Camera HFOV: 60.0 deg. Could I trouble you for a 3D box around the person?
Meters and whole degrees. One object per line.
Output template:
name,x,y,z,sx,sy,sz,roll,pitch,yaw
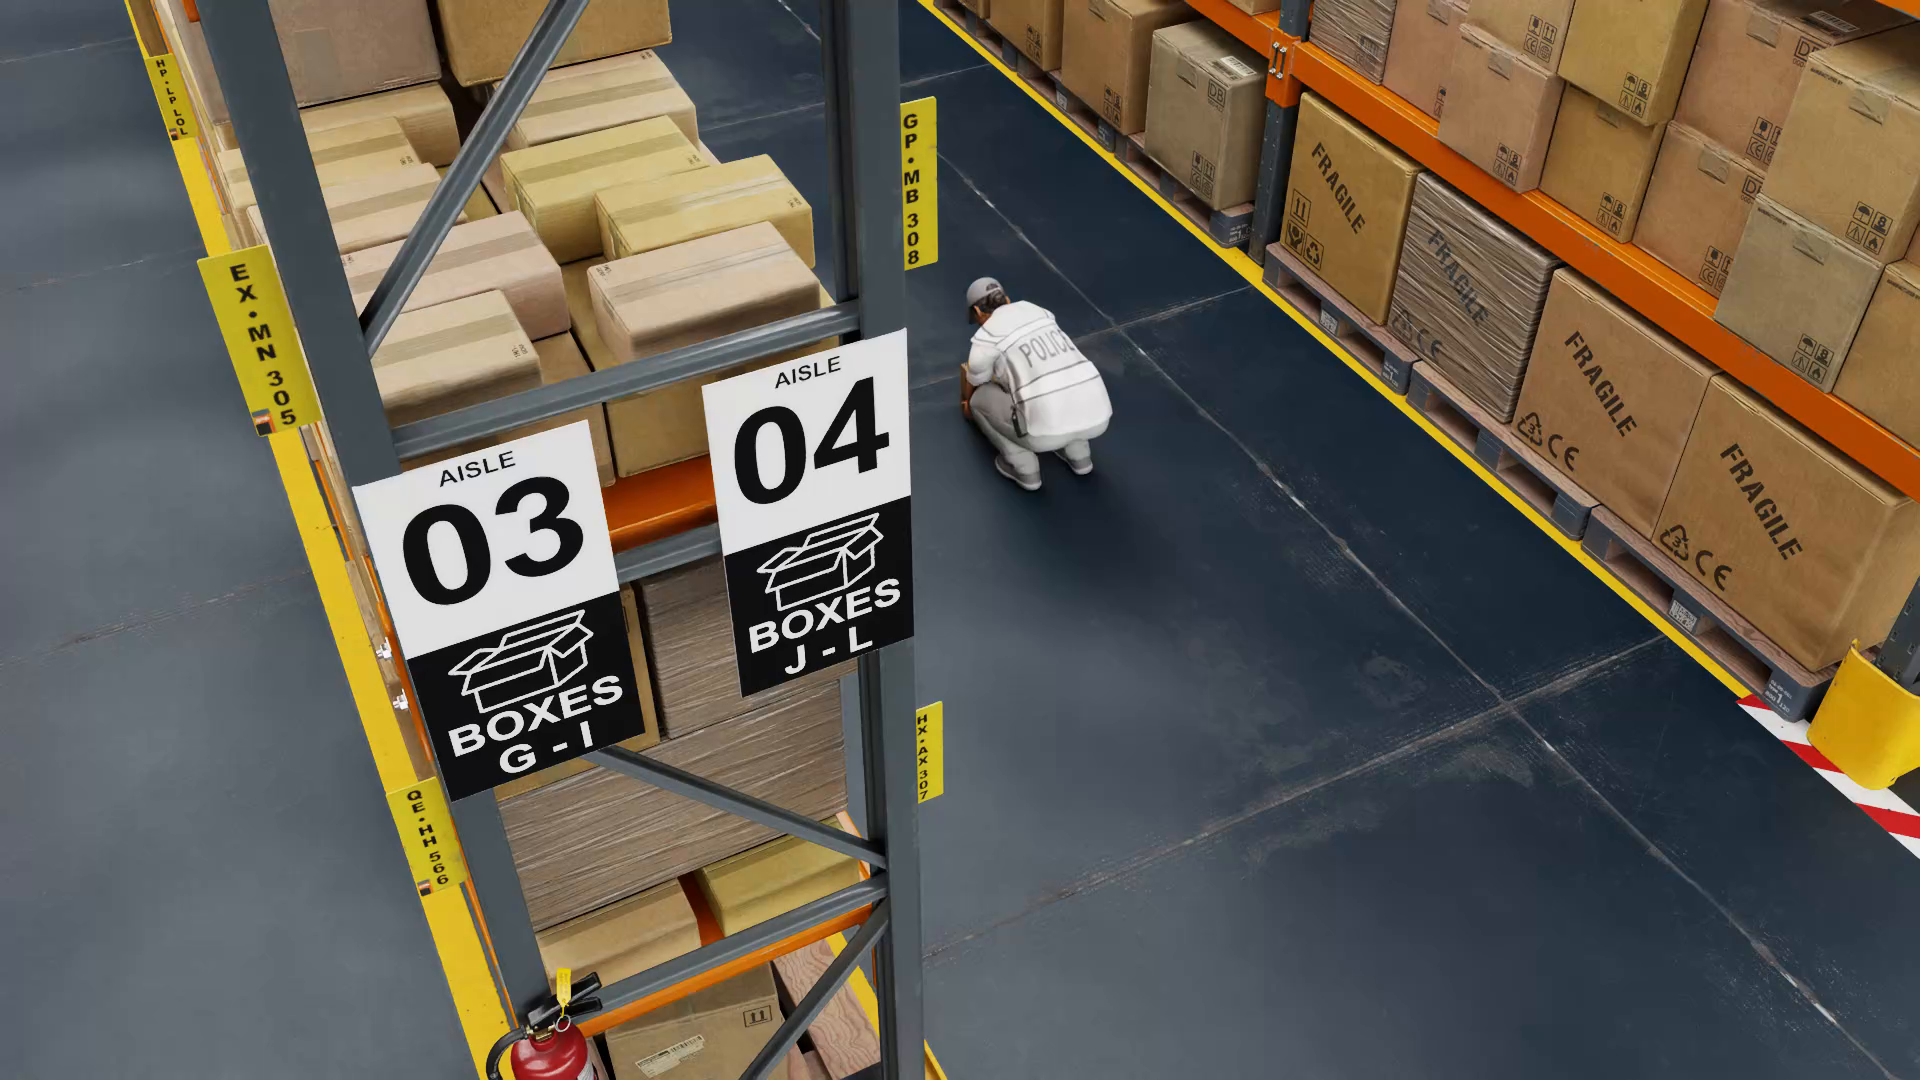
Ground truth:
person,0.322,-0.696,7.642,0.486,0.807,0.845,-19,45,-20
